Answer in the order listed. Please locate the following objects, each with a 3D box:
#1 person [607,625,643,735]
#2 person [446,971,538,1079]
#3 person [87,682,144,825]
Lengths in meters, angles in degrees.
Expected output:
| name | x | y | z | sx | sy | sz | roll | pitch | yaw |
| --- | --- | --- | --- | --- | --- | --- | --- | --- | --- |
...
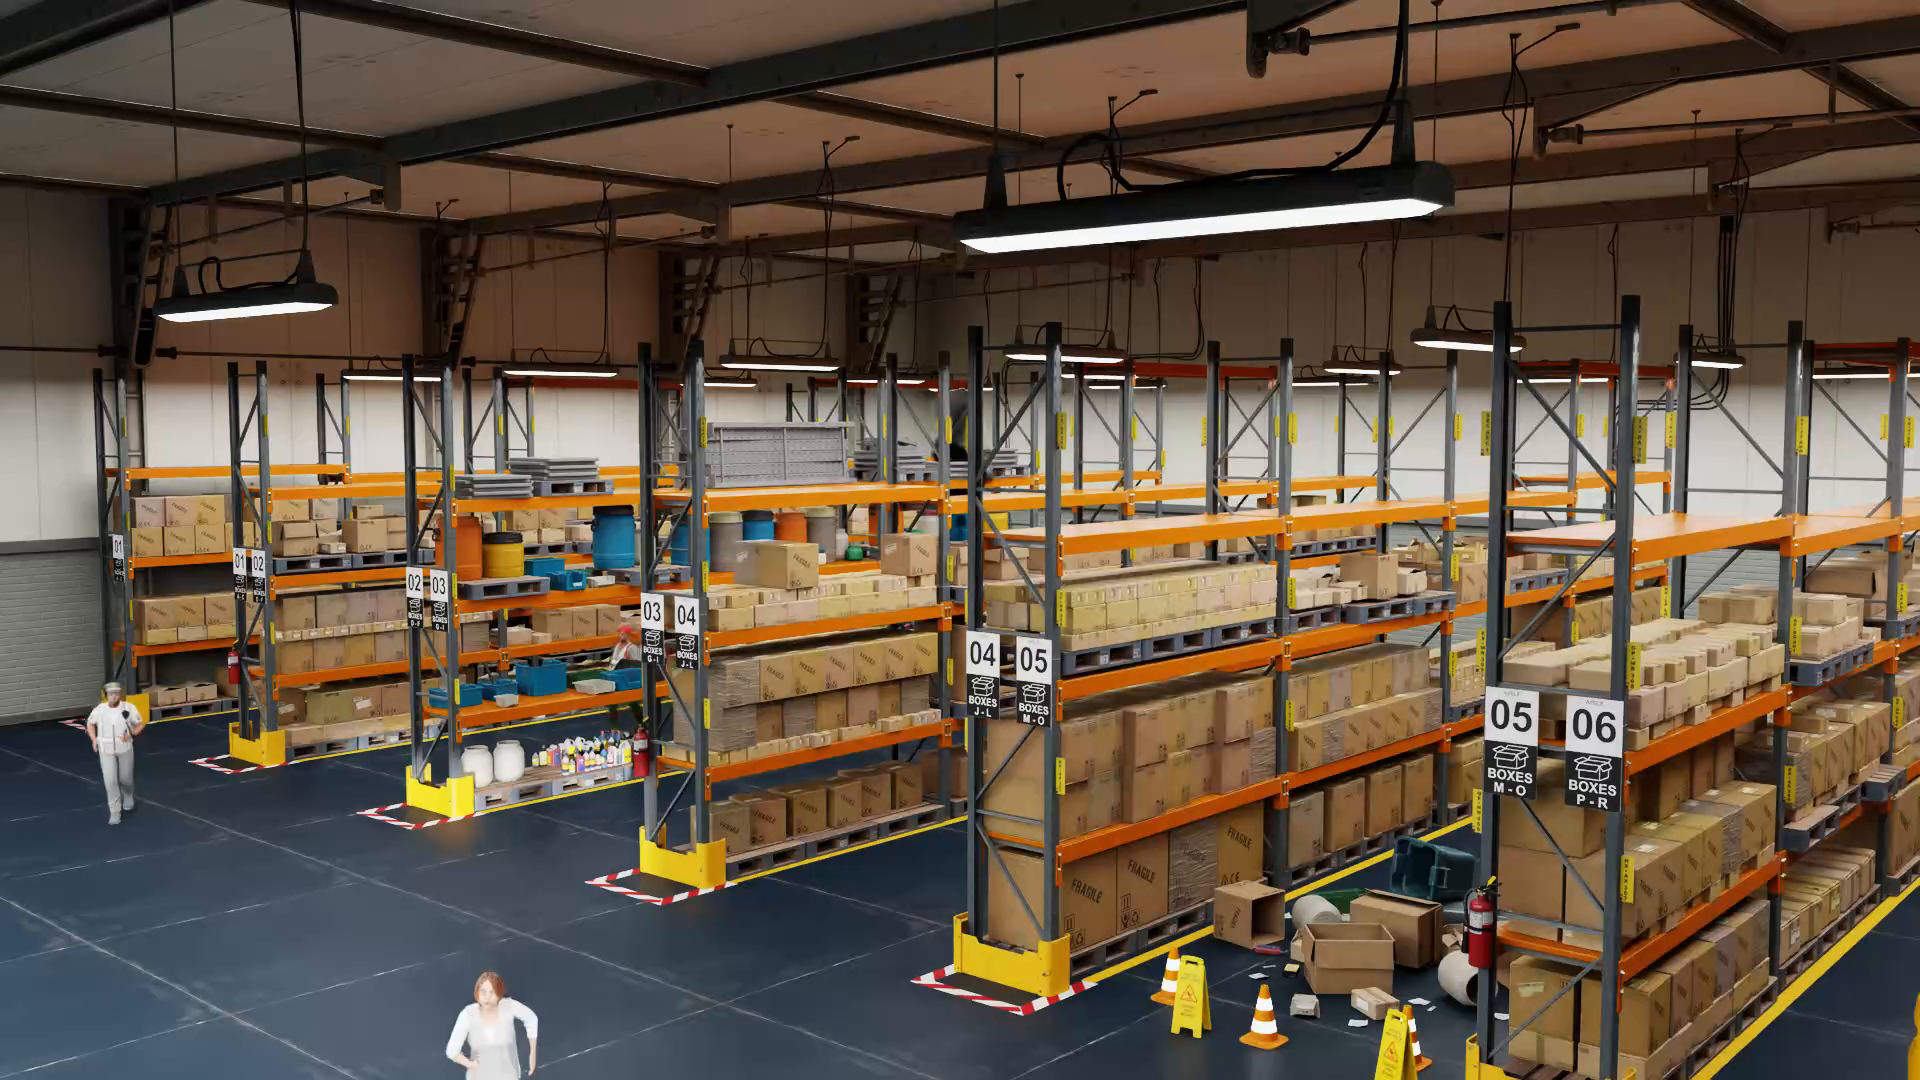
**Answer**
| name | x | y | z | sx | sy | sz | roll | pitch | yaw |
| --- | --- | --- | --- | --- | --- | --- | --- | --- | --- |
| person | -5.423 | 2.296 | 26.832 | 0.645 | 1.848 | 0.790 | 2 | 5 | 25 |
| person | -3.047 | 3.571 | 10.860 | 0.562 | 1.617 | 0.878 | -1 | 4 | -10 |
| person | -10.881 | 2.711 | 21.436 | 0.666 | 1.785 | 0.811 | -2 | 5 | -24 |
